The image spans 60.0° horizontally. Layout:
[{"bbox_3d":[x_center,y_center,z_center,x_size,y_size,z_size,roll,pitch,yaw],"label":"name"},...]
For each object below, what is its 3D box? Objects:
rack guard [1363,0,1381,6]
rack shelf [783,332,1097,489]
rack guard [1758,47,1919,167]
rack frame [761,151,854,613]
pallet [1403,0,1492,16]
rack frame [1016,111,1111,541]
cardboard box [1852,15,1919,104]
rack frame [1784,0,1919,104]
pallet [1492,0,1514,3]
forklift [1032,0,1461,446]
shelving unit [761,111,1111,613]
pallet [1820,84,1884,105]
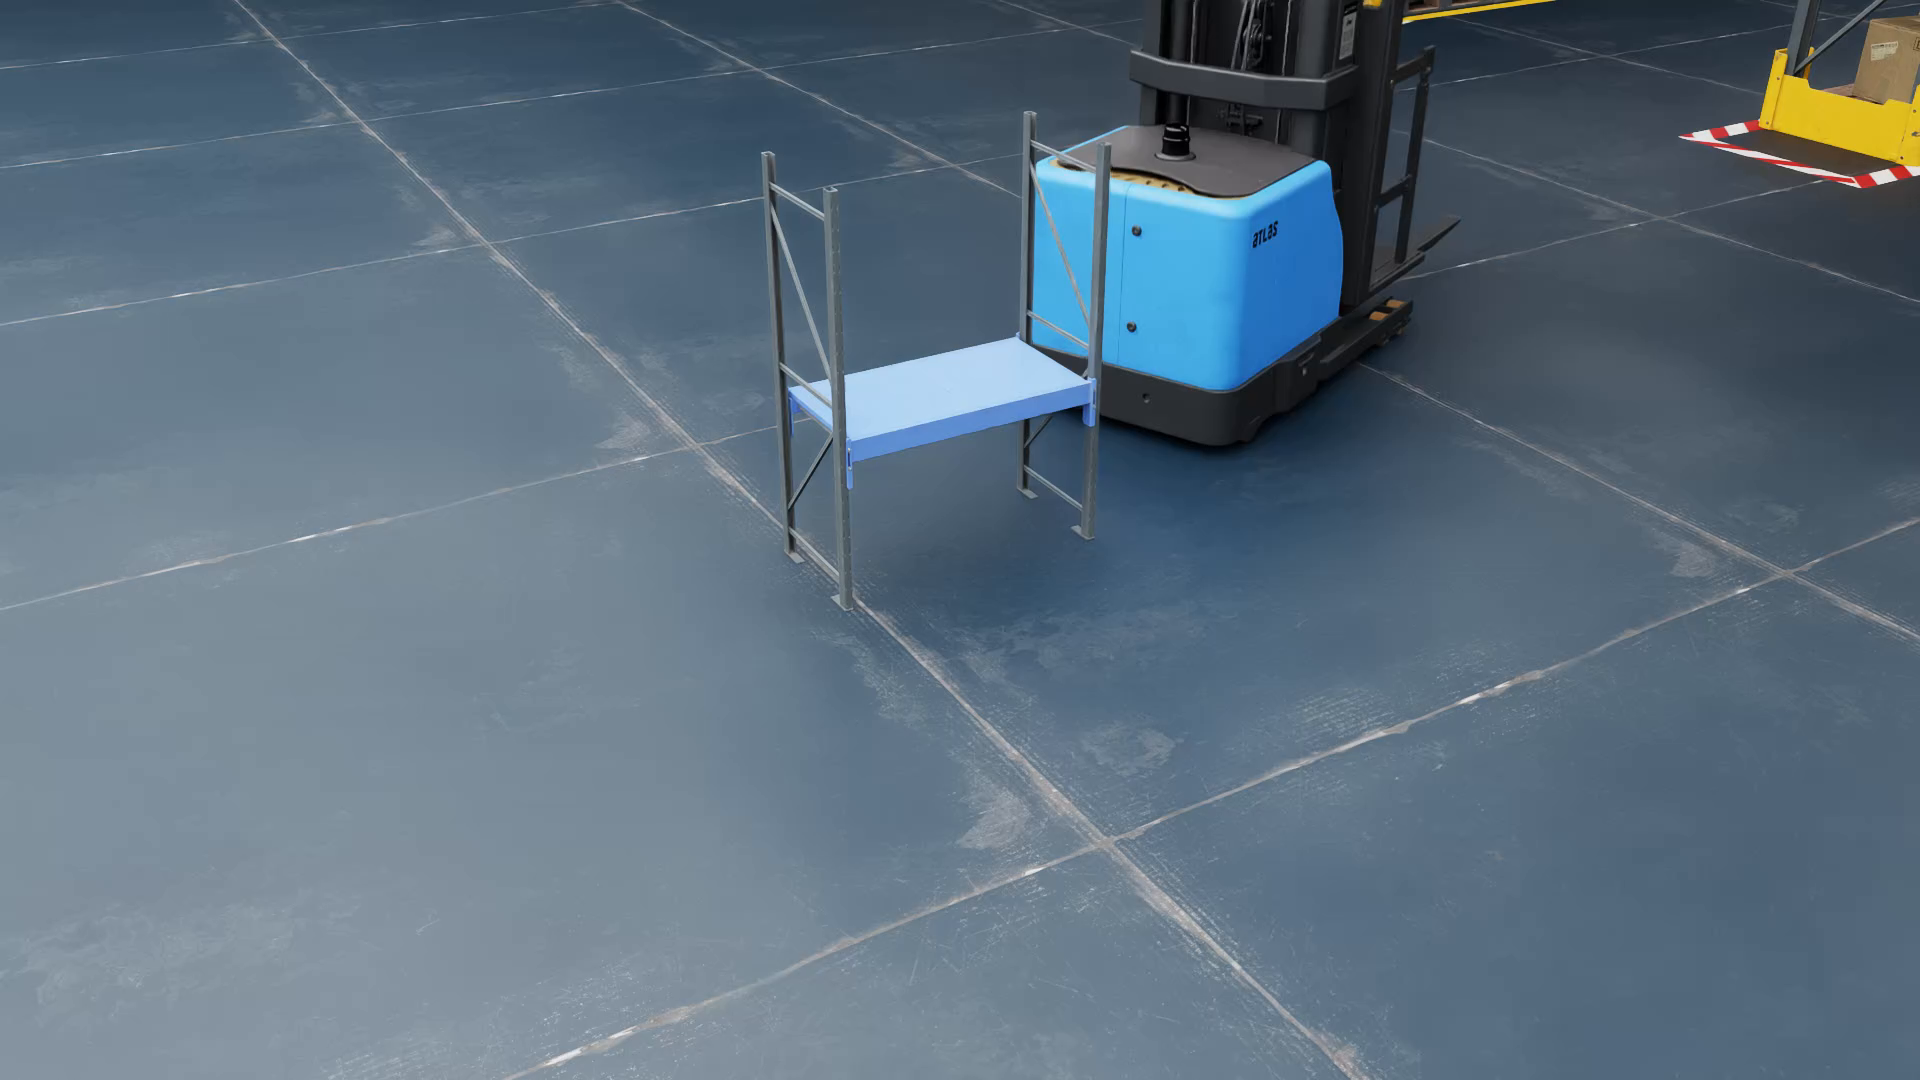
[{"bbox_3d":[3.354,-4.940,14.685,0.348,0.500,1.175,-16,33,-26],"label":"rack guard"},{"bbox_3d":[-0.074,-0.478,5.937,1.000,0.185,0.538,-16,33,-26],"label":"rack shelf"},{"bbox_3d":[5.887,-2.857,10.910,0.348,0.500,1.175,-16,33,-26],"label":"rack guard"},{"bbox_3d":[-0.512,-0.511,5.624,0.032,1.500,0.500,-16,33,-26],"label":"rack frame"},{"bbox_3d":[4.057,-5.011,15.111,1.213,0.211,1.003,-16,33,-26],"label":"pallet"},{"bbox_3d":[0.365,-0.760,6.075,0.032,1.500,0.500,-16,33,-26],"label":"rack frame"},{"bbox_3d":[6.368,-3.169,11.040,0.500,0.500,0.500,-10,30,-17],"label":"cardboard box"},{"bbox_3d":[5.821,-3.933,10.273,0.127,3.000,1.000,-16,33,-26],"label":"rack frame"},{"bbox_3d":[5.107,-5.307,15.648,1.213,0.211,1.003,-16,33,-26],"label":"pallet"},{"bbox_3d":[1.535,-2.325,7.430,1.130,2.935,3.031,19,34,31],"label":"forklift"},{"bbox_3d":[-0.074,-0.636,5.850,1.048,1.500,0.538,-16,33,-26],"label":"shelving unit"},{"bbox_3d":[6.605,-2.915,11.314,1.213,0.211,1.003,-16,33,-26],"label":"pallet"}]
